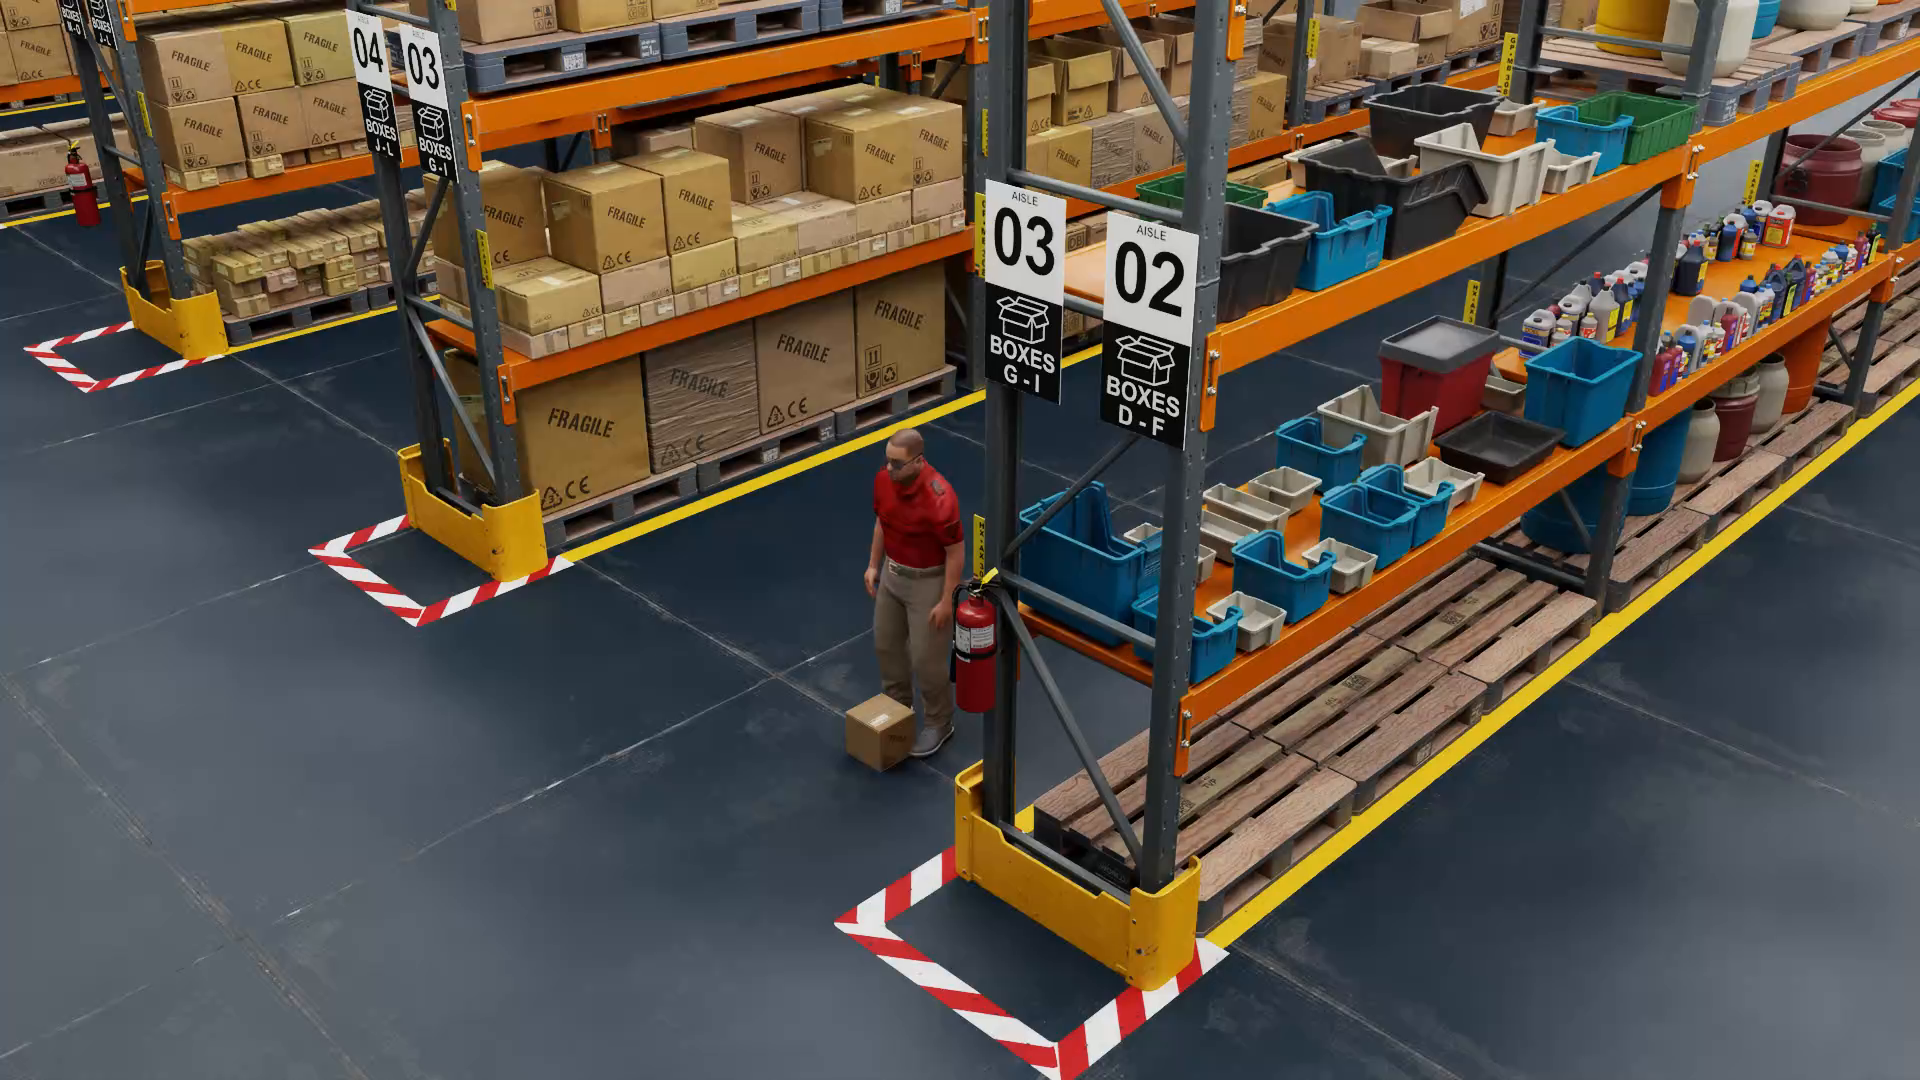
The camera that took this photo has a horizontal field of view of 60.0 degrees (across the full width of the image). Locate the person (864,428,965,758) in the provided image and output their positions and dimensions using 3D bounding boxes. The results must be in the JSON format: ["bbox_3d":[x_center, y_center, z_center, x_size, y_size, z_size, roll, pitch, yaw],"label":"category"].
[{"bbox_3d":[-0.230,0.228,8.198,0.585,1.727,0.392,25,36,39],"label":"person"}]
